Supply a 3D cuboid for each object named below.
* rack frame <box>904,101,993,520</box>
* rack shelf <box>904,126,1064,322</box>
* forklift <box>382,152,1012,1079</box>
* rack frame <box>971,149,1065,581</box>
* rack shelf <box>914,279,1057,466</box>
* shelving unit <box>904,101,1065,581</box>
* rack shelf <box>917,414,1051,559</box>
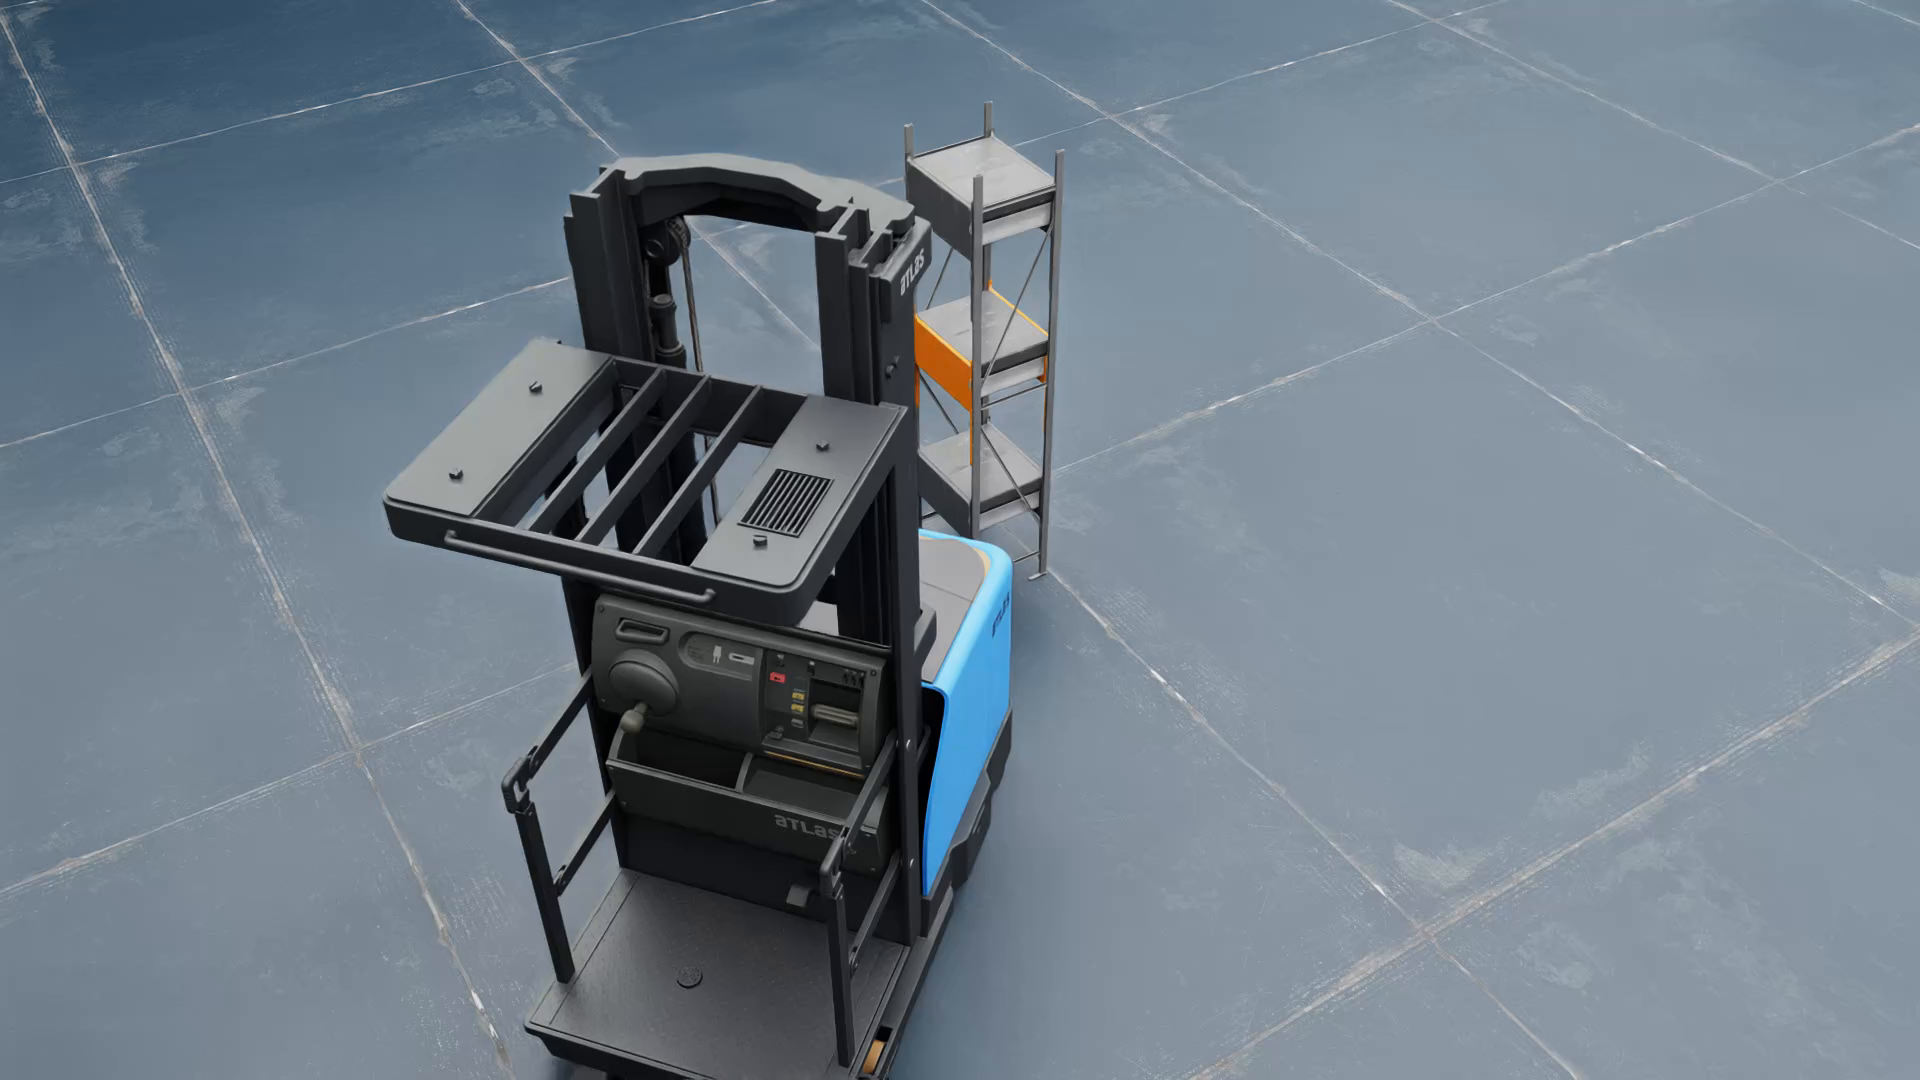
[{"bbox_3d":[-0.042,-0.849,7.129,0.400,2.100,0.015,-22,45,-24],"label":"rack frame"},{"bbox_3d":[0.089,-1.245,6.531,0.431,0.518,0.480,-22,45,-24],"label":"rack shelf"},{"bbox_3d":[-0.742,0.523,4.833,1.130,2.935,3.031,12,41,14],"label":"forklift"},{"bbox_3d":[0.220,-0.586,6.813,0.400,2.100,0.015,-22,45,-24],"label":"rack frame"},{"bbox_3d":[0.089,-0.707,6.979,0.431,0.518,0.480,-22,45,-24],"label":"rack shelf"},{"bbox_3d":[0.089,-0.717,6.971,0.431,2.100,0.503,-22,45,-24],"label":"shelving unit"},{"bbox_3d":[0.089,-0.169,7.427,0.431,0.518,0.480,-22,45,-24],"label":"rack shelf"}]
